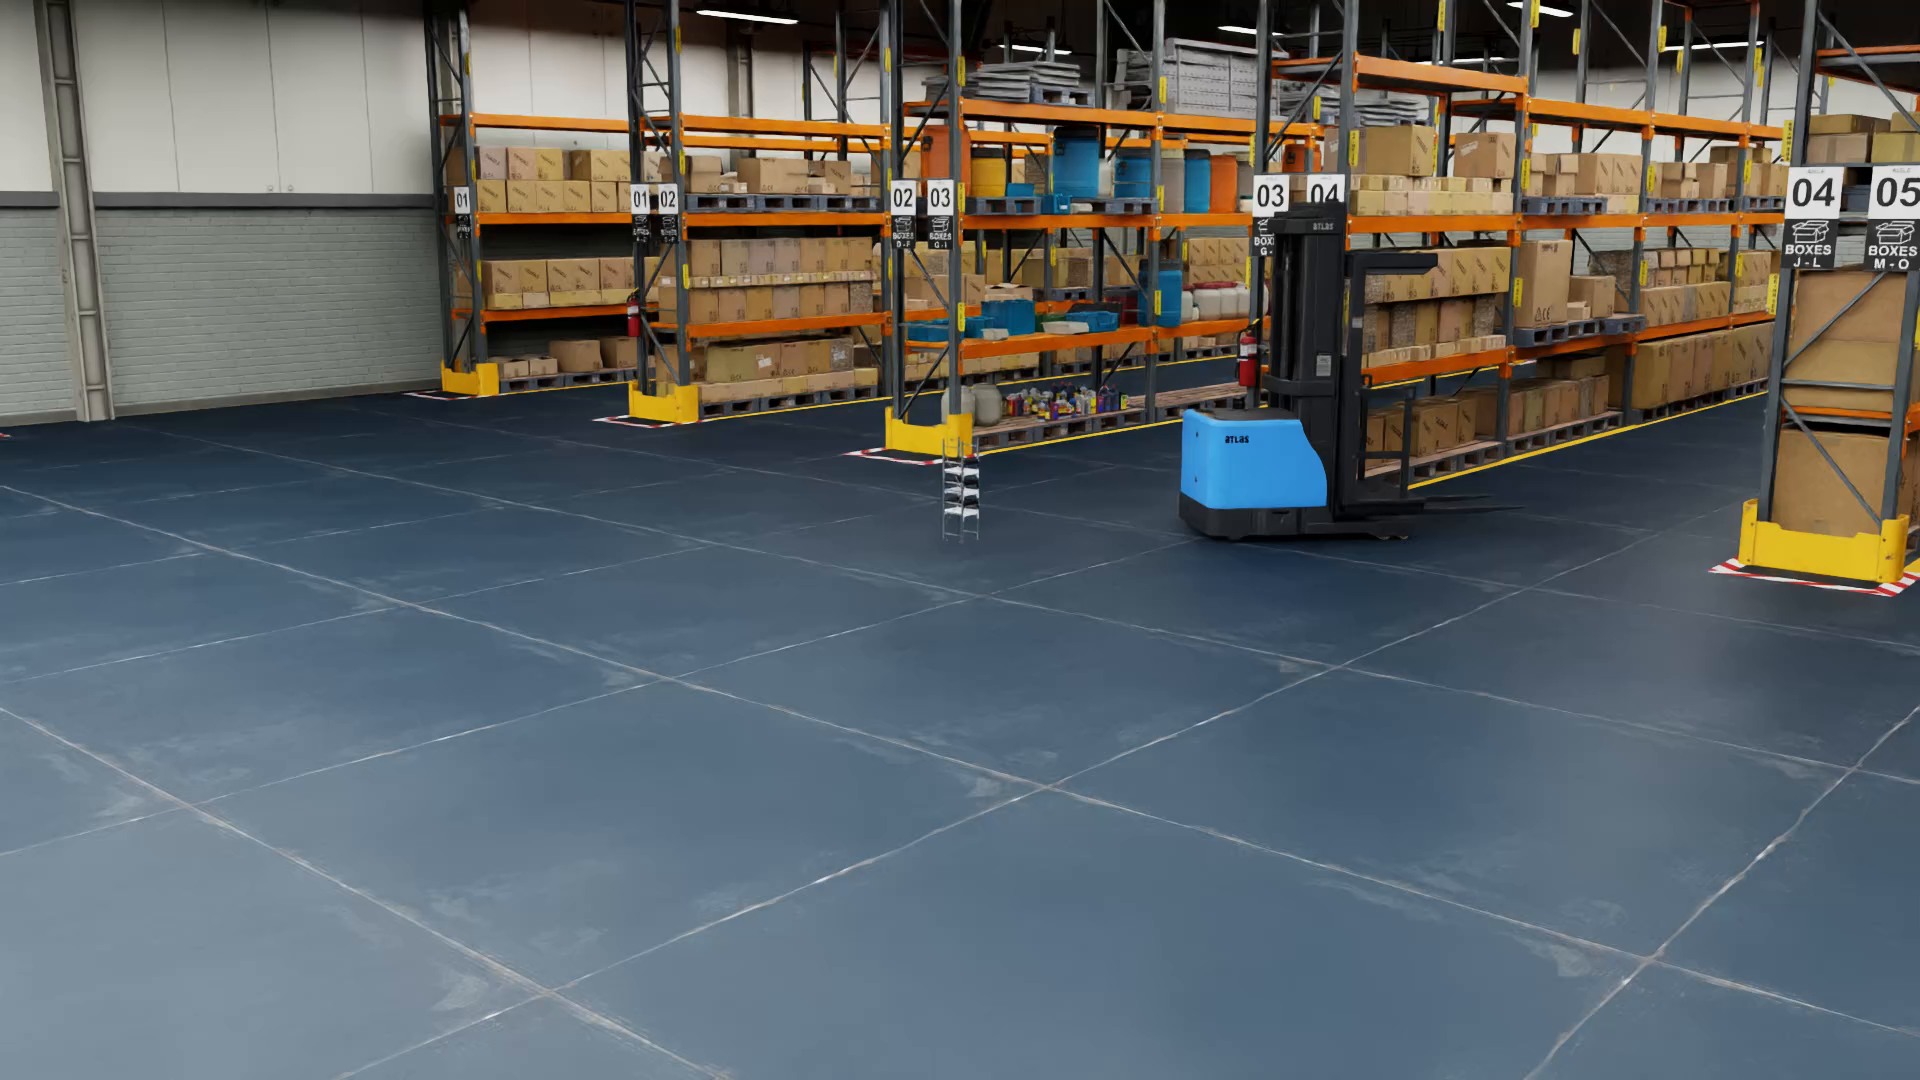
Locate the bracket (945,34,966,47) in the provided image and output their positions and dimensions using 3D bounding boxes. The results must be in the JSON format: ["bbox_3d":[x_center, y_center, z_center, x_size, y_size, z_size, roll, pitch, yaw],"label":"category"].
[{"bbox_3d":[-0.113,-10.389,34.562,0.235,0.232,0.430,10,15,40],"label":"bracket"}]

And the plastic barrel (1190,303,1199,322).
[{"bbox_3d":[3.232,-3.224,23.545,0.301,0.262,0.301,0,11,0],"label":"plastic barrel"}]

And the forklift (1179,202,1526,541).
[{"bbox_3d":[3.591,-1.542,14.948,3.031,2.935,1.130,-2,11,-8],"label":"forklift"}]

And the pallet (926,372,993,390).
[{"bbox_3d":[-0.213,-2.684,27.609,1.003,0.211,1.213,10,15,40],"label":"pallet"}]

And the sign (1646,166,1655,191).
[{"bbox_3d":[9.011,-4.719,21.699,0.100,0.325,0.005,10,15,40],"label":"sign"}]

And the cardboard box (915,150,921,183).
[{"bbox_3d":[-0.680,-5.901,26.335,0.500,0.500,0.500,-10,15,-42],"label":"cardboard box"}]

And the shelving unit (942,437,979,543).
[{"bbox_3d":[0.005,-0.442,14.629,0.258,0.900,0.210,10,15,40],"label":"shelving unit"}]

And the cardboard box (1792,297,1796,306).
[{"bbox_3d":[13.560,-3.948,27.461,0.380,0.149,0.250,10,15,40],"label":"cardboard box"}]

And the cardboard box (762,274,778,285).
[{"bbox_3d":[-2.846,-3.756,23.945,0.380,0.149,0.250,10,15,40],"label":"cardboard box"}]

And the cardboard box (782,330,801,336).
[{"bbox_3d":[-3.422,-3.802,31.349,0.700,0.500,0.500,10,15,40],"label":"cardboard box"}]

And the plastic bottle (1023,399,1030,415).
[{"bbox_3d":[0.870,-1.739,21.780,0.097,0.201,0.097,0,11,0],"label":"plastic bottle"}]

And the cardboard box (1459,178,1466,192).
[{"bbox_3d":[5.232,-3.836,17.964,0.380,0.149,0.250,11,15,42],"label":"cardboard box"}]

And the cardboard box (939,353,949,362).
[{"bbox_3d":[-0.340,-3.068,26.929,0.500,0.311,0.500,9,14,38],"label":"cardboard box"}]

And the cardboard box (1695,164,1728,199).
[{"bbox_3d":[10.869,-5.292,24.564,0.700,0.500,0.500,10,15,42],"label":"cardboard box"}]

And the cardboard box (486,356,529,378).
[{"bbox_3d":[-7.315,-2.796,26.794,0.500,0.311,0.500,8,14,34],"label":"cardboard box"}]

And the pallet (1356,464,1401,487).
[{"bbox_3d":[3.936,-0.646,17.408,1.003,0.211,1.213,10,15,40],"label":"pallet"}]

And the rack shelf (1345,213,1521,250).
[{"bbox_3d":[4.644,-3.300,17.753,1.077,0.370,4.000,10,15,40],"label":"rack shelf"}]

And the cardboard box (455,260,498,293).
[{"bbox_3d":[-7.687,-4.210,26.547,0.500,0.500,0.500,10,15,40],"label":"cardboard box"}]

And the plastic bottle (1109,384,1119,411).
[{"bbox_3d":[2.035,-1.901,22.211,0.144,0.351,0.185,9,15,39],"label":"plastic bottle"}]

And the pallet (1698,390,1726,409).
[{"bbox_3d":[10.792,-2.162,24.999,1.003,0.211,1.213,10,15,40],"label":"pallet"}]

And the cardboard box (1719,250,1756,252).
[{"bbox_3d":[12.698,-4.495,27.269,0.500,0.500,0.500,9,15,39],"label":"cardboard box"}]

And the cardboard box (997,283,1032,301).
[{"bbox_3d":[0.893,-4.254,28.581,0.500,0.311,0.500,11,16,44],"label":"cardboard box"}]

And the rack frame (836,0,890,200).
[{"bbox_3d":[-1.475,-6.699,25.278,1.000,3.000,0.127,10,15,40],"label":"rack frame"}]

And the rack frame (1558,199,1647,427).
[{"bbox_3d":[8.604,-3.065,22.396,1.000,3.000,0.127,10,15,40],"label":"rack frame"}]

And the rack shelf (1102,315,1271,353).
[{"bbox_3d":[3.564,-3.058,24.200,1.077,0.370,4.000,10,15,40],"label":"rack shelf"}]

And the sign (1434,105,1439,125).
[{"bbox_3d":[7.936,-7.061,27.624,0.100,0.325,0.005,10,15,40],"label":"sign"}]

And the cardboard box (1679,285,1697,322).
[{"bbox_3d":[10.135,-3.375,23.696,0.500,0.500,0.500,10,15,41],"label":"cardboard box"}]

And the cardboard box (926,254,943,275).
[{"bbox_3d":[-0.700,-5.529,33.671,0.500,0.500,0.500,10,15,40],"label":"cardboard box"}]

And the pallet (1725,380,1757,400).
[{"bbox_3d":[11.805,-2.387,26.125,1.003,0.211,1.213,10,15,40],"label":"pallet"}]

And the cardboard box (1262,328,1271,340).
[{"bbox_3d":[6.272,-4.401,34.346,0.500,0.500,0.500,10,15,40],"label":"cardboard box"}]

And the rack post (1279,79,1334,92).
[{"bbox_3d":[5.324,-7.027,25.602,0.624,0.289,0.986,10,15,40],"label":"rack post"}]

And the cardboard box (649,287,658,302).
[{"bbox_3d":[-5.284,-4.225,28.537,0.500,0.250,0.500,10,15,40],"label":"cardboard box"}]

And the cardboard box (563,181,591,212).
[{"bbox_3d":[-6.372,-5.588,27.067,0.500,0.500,0.500,11,16,44],"label":"cardboard box"}]

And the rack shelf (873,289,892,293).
[{"bbox_3d":[-1.238,-4.927,33.559,1.077,0.370,4.000,10,15,40],"label":"rack shelf"}]

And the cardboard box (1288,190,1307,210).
[{"bbox_3d":[3.451,-3.389,16.744,0.500,0.250,0.500,10,15,42],"label":"cardboard box"}]

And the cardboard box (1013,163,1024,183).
[{"bbox_3d":[1.098,-7.739,35.285,0.500,0.500,0.500,9,15,39],"label":"cardboard box"}]

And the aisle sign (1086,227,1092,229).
[{"bbox_3d":[2.996,-7.409,37.513,0.394,0.787,0.004,10,15,40],"label":"aisle sign"}]

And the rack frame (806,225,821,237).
[{"bbox_3d":[-2.558,-4.986,32.016,1.000,3.000,0.127,10,15,40],"label":"rack frame"}]

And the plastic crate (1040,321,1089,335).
[{"bbox_3d":[1.362,-2.715,21.322,0.530,0.136,0.437,10,15,40],"label":"plastic crate"}]

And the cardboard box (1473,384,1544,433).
[{"bbox_3d":[6.714,-1.621,20.429,0.700,0.500,0.500,10,15,40],"label":"cardboard box"}]

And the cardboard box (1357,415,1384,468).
[{"bbox_3d":[4.117,-1.050,17.619,0.500,0.500,0.500,-7,13,-33],"label":"cardboard box"}]

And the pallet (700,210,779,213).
[{"bbox_3d":[-4.029,-6.006,29.945,1.213,0.211,1.003,10,15,40],"label":"pallet"}]

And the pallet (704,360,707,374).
[{"bbox_3d":[-4.686,-3.145,29.917,1.003,0.211,1.213,10,15,40],"label":"pallet"}]

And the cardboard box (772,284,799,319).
[{"bbox_3d":[-2.778,-3.513,24.387,0.700,0.500,0.500,10,15,42],"label":"cardboard box"}]

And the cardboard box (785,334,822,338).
[{"bbox_3d":[-2.340,-2.880,25.508,0.500,0.500,0.500,10,15,40],"label":"cardboard box"}]

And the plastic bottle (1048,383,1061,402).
[{"bbox_3d":[1.274,-1.940,22.407,0.144,0.351,0.185,9,14,38],"label":"plastic bottle"}]

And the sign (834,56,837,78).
[{"bbox_3d":[-1.890,-7.265,25.521,0.100,0.325,0.005,10,15,40],"label":"sign"}]

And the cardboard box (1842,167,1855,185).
[{"bbox_3d":[6.947,-2.927,13.362,0.380,0.149,0.250,10,15,40],"label":"cardboard box"}]

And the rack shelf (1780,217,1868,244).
[{"bbox_3d":[8.303,-2.644,14.468,1.077,0.370,4.000,10,15,40],"label":"rack shelf"}]

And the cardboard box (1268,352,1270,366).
[{"bbox_3d":[3.356,-1.833,16.871,0.380,0.149,0.250,10,15,40],"label":"cardboard box"}]

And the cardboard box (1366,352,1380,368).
[{"bbox_3d":[4.046,-1.845,16.930,0.380,0.149,0.250,10,15,40],"label":"cardboard box"}]

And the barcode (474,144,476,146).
[{"bbox_3d":[-7.746,-6.282,26.509,0.001,0.075,0.075,10,15,40],"label":"barcode"}]

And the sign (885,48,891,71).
[{"bbox_3d":[-1.074,-7.160,24.793,0.100,0.325,0.005,10,15,40],"label":"sign"}]

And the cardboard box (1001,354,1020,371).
[{"bbox_3d":[0.664,-3.018,28.112,0.500,0.250,0.500,10,15,40],"label":"cardboard box"}]

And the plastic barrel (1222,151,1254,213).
[{"bbox_3d":[4.179,-5.329,24.795,0.600,0.901,0.600,0,11,0],"label":"plastic barrel"}]

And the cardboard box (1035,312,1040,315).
[{"bbox_3d":[1.328,-4.800,36.395,0.700,0.500,0.500,10,15,42],"label":"cardboard box"}]
